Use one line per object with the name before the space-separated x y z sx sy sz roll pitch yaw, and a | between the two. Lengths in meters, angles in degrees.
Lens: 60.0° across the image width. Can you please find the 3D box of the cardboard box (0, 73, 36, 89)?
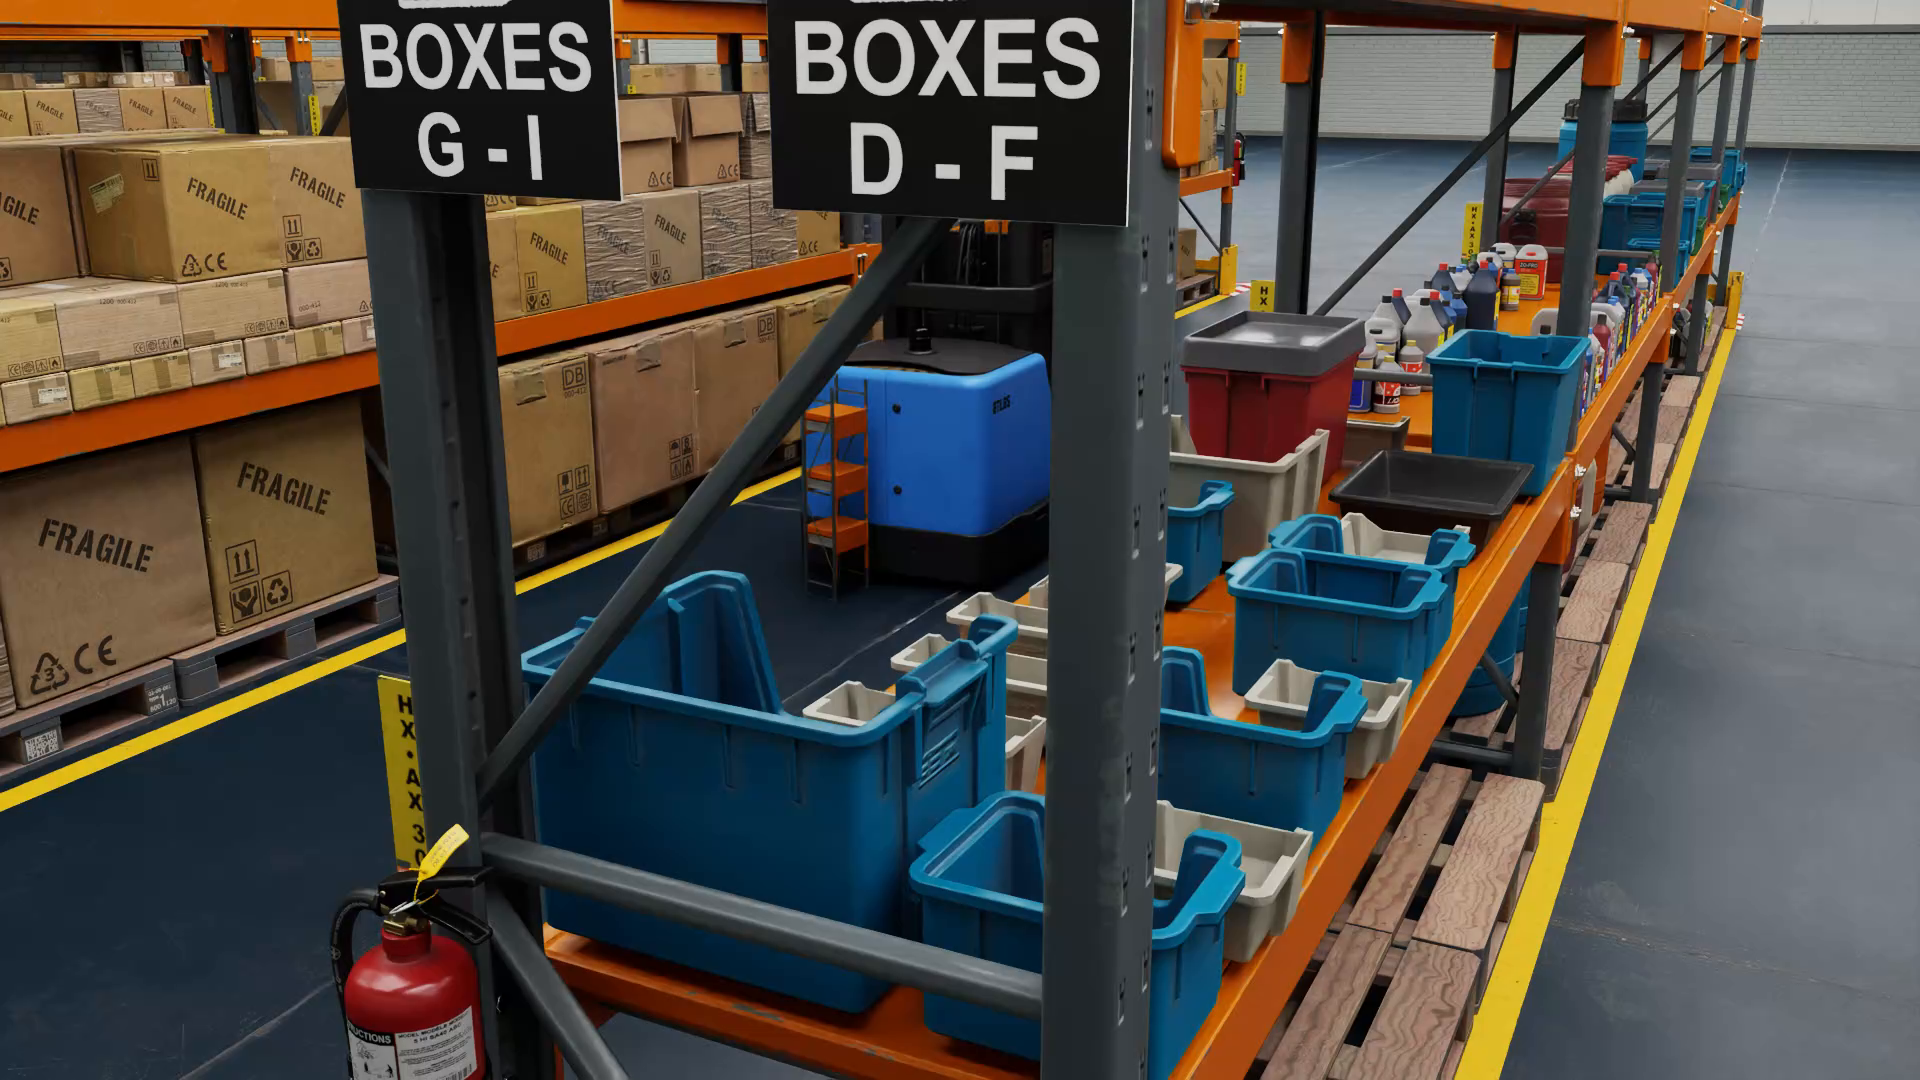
cardboard box | -9.495 -4.592 16.643 0.380 0.149 0.250 7 18 23

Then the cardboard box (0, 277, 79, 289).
cardboard box | -3.793 -0.883 6.470 0.500 0.250 0.500 9 19 27

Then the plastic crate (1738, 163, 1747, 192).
plastic crate | 6.941 -3.347 15.286 0.499 0.251 0.616 8 18 25

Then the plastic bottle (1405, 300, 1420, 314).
plastic bottle | 1.811 -0.831 6.771 0.152 0.276 0.135 8 18 25

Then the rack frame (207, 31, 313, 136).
rack frame | -5.500 -2.833 13.295 1.000 3.000 0.127 8 18 25

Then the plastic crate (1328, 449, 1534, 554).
plastic crate | 1.276 -0.105 4.487 0.437 0.125 0.590 8 18 25

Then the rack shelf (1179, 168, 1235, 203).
rack shelf | 1.573 -3.360 16.331 1.077 0.370 4.000 8 18 25

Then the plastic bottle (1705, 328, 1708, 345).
plastic bottle | 6.074 -1.705 13.637 0.097 0.201 0.097 0 17 0

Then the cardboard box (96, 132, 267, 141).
cardboard box | -3.338 -1.498 7.224 0.500 0.500 0.500 8 18 25

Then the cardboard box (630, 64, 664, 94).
cardboard box | -3.517 -4.531 16.851 0.875 0.550 0.550 8 18 25

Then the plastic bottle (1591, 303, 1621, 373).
plastic bottle | 2.600 -0.832 6.776 0.152 0.276 0.135 8 18 25

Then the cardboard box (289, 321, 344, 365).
cardboard box | -2.854 -0.852 7.066 0.380 0.149 0.250 8 19 26

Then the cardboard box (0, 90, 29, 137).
cardboard box | -9.339 -4.048 15.949 0.500 0.500 0.500 9 19 28

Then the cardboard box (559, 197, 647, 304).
cardboard box | -2.019 -1.546 8.787 0.500 0.500 0.500 8 18 24

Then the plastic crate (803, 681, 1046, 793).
plastic crate | -0.050 0.358 2.907 0.396 0.136 0.243 8 18 25

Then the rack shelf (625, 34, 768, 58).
rack shelf | -2.819 -5.454 18.115 1.077 0.370 4.000 8 18 25

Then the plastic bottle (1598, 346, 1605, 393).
plastic bottle | 2.410 -0.670 6.362 0.097 0.201 0.097 0 17 0

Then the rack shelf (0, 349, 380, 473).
rack shelf | -3.789 -0.303 6.040 1.077 0.370 4.000 8 18 25

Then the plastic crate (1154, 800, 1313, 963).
plastic crate | 0.370 0.497 2.440 0.250 0.136 0.298 8 18 25

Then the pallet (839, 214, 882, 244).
pallet | -0.885 -2.279 11.767 1.213 0.211 1.003 8 18 25

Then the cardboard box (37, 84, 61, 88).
cardboard box | -11.872 -5.828 21.541 0.380 0.149 0.250 9 19 27

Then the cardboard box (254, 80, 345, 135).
cardboard box | -5.291 -3.473 13.519 0.700 0.500 0.500 8 18 25

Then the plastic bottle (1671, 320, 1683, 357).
plastic bottle | 5.669 -1.598 13.136 0.061 0.283 0.133 8 18 25

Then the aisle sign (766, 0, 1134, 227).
aisle sign | -0.018 -0.698 1.542 0.394 0.787 0.004 8 18 25

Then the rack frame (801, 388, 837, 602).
rack frame | -0.672 -0.221 7.918 0.200 1.050 0.008 13 21 34

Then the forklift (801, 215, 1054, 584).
forklift | 0.257 -1.569 9.158 1.130 2.935 3.031 7 18 23

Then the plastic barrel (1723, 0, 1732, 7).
plastic barrel | 4.493 -3.753 10.243 0.600 0.901 0.708 8 18 25

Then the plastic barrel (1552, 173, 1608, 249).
plastic barrel | 3.780 -1.996 10.281 0.421 0.512 0.421 0 17 0

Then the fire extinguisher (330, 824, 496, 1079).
fire extinguisher | -0.726 0.688 2.230 0.296 0.674 0.183 8 18 25

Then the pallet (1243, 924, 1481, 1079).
pallet | 0.698 1.314 4.231 1.003 0.211 1.213 8 18 25

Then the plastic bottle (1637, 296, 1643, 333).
plastic bottle | 3.092 -1.059 7.670 0.097 0.201 0.097 0 17 0

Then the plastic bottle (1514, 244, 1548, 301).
plastic bottle | 2.976 -1.398 8.682 0.152 0.276 0.135 8 18 25

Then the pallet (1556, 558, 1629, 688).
pallet | 2.461 0.306 7.622 1.003 0.211 1.213 8 18 25

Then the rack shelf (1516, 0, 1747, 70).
rack shelf | 4.216 -3.149 10.352 1.077 0.370 4.000 8 18 25

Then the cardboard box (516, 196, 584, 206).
cardboard box | -2.301 -2.023 8.631 0.797 0.503 0.637 8 18 26

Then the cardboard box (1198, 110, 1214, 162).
cardboard box | 2.080 -4.125 16.947 0.875 0.500 0.500 8 18 25

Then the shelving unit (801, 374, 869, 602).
shelving unit | -0.600 -0.250 8.012 0.215 1.050 0.252 13 21 34

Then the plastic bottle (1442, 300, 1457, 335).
plastic bottle | 1.991 -0.852 6.850 0.097 0.271 0.097 0 17 0

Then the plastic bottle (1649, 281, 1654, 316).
plastic bottle | 3.353 -1.208 8.171 0.097 0.201 0.097 0 17 0

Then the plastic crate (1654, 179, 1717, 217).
plastic crate | 4.895 -2.237 11.315 0.392 0.384 0.575 8 18 25

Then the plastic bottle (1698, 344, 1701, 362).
plastic bottle | 5.690 -1.486 12.900 0.097 0.201 0.097 0 17 0

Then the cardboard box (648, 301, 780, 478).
cardboard box | -1.840 -0.960 9.982 1.225 0.875 0.875 8 18 26

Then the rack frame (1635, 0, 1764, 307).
rack frame | 6.897 -3.584 15.822 1.000 3.000 0.127 8 18 25

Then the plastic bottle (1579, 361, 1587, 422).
plastic bottle | 2.140 -0.544 5.794 0.061 0.283 0.133 8 18 25

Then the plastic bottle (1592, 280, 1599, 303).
plastic bottle | 2.801 -1.013 7.372 0.061 0.283 0.133 8 18 25

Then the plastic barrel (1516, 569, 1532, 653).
plastic barrel | 2.110 -0.039 6.837 0.600 0.901 0.708 8 18 25

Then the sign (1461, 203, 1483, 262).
sign | 2.827 -1.693 9.168 0.100 0.325 0.005 8 18 25

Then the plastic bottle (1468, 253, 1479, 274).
plastic bottle | 2.533 -1.275 8.254 0.061 0.283 0.133 8 18 25

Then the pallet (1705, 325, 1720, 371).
pallet | 5.991 -1.706 14.397 1.003 0.211 1.213 8 18 25

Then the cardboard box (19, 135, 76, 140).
cardboard box | -6.466 -2.771 11.745 0.380 0.149 0.250 9 19 27

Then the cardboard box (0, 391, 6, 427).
cardboard box | -3.543 -0.459 5.741 0.380 0.149 0.250 8 18 24
